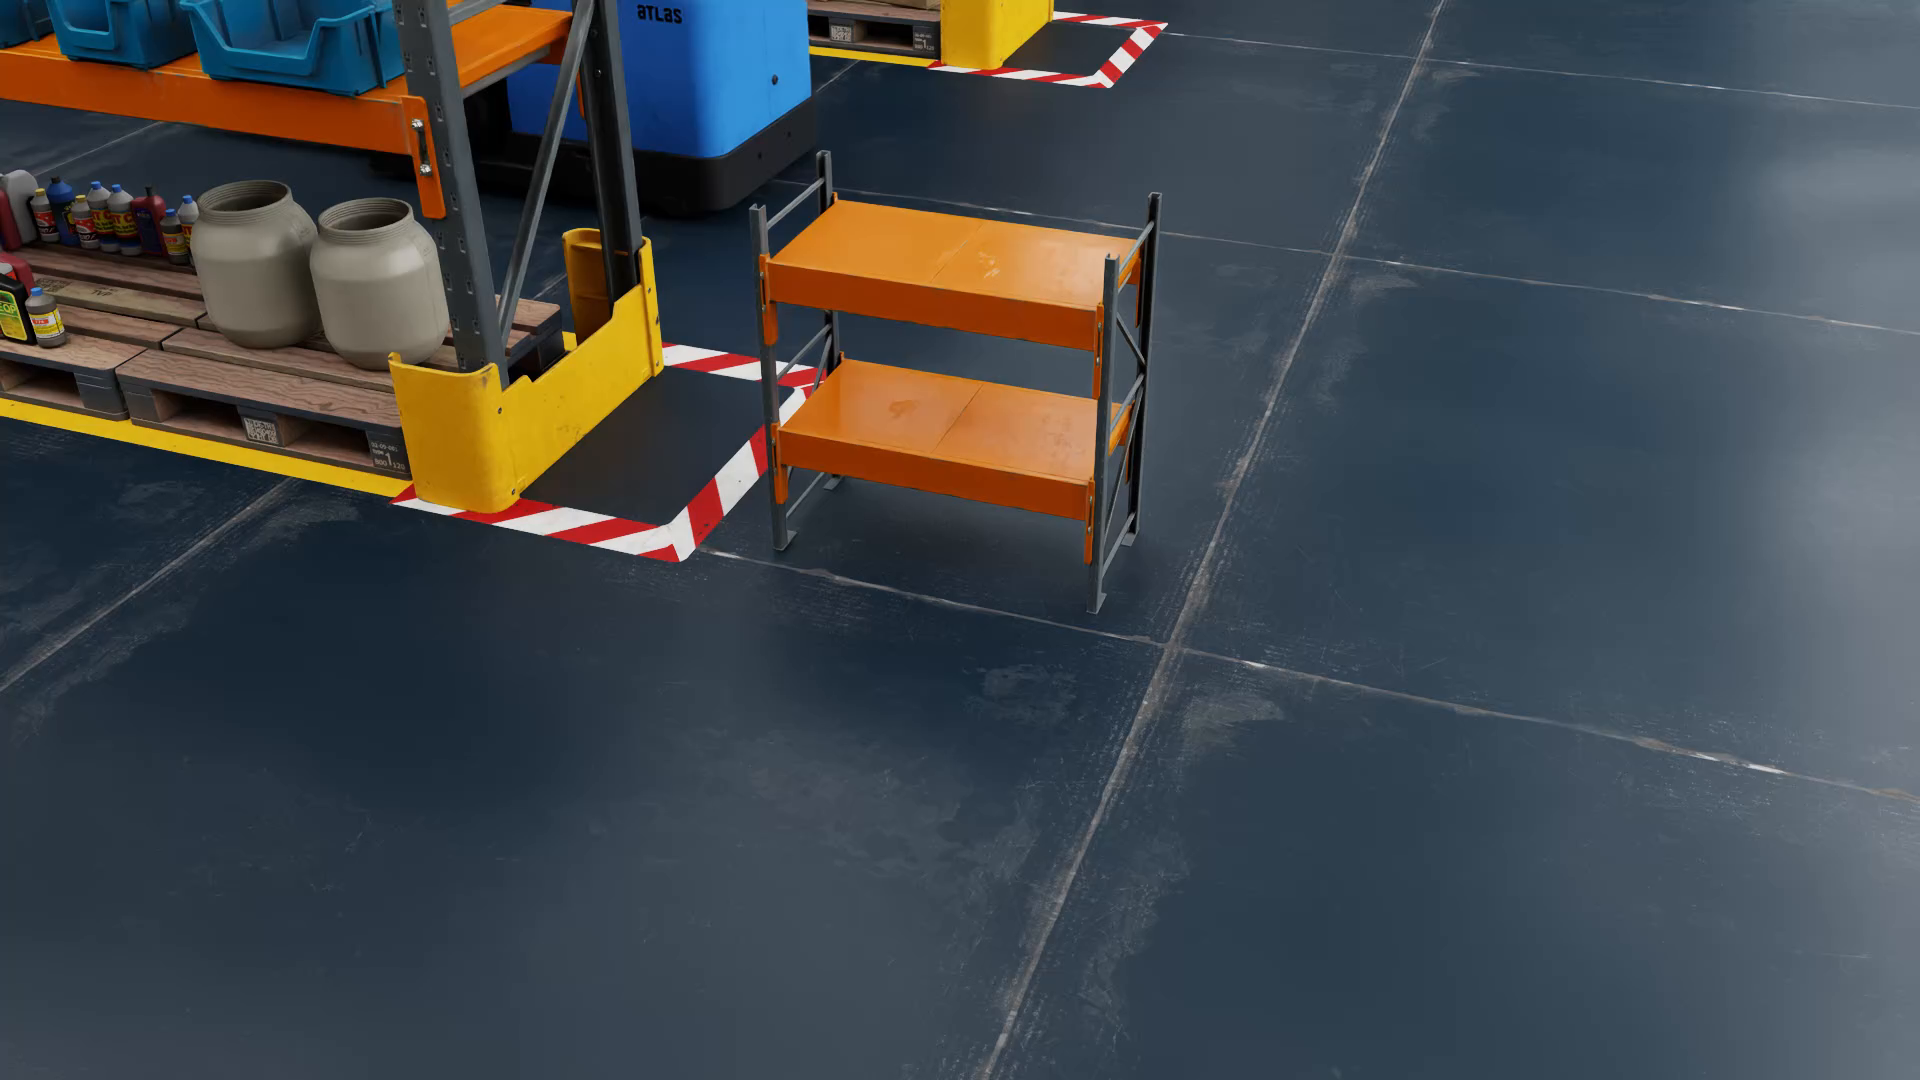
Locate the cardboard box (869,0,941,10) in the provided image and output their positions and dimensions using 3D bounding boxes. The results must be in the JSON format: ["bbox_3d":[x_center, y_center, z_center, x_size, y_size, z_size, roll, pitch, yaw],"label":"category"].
[{"bbox_3d":[-0.279,-3.453,9.750,0.500,0.500,0.500,18,37,25],"label":"cardboard box"}]

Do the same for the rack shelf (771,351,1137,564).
[{"bbox_3d":[-0.006,-0.268,5.079,1.000,0.278,0.538,11,34,16],"label":"rack shelf"}]

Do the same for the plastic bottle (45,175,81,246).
[{"bbox_3d":[-3.577,-1.322,6.642,0.097,0.271,0.097,0,33,0],"label":"plastic bottle"}]

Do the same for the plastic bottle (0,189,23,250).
[{"bbox_3d":[-3.828,-1.299,6.596,0.133,0.283,0.061,11,34,16],"label":"plastic bottle"}]

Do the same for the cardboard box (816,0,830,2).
[{"bbox_3d":[-0.853,-3.545,9.892,0.500,0.500,0.500,21,38,29],"label":"cardboard box"}]

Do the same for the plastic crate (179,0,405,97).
[{"bbox_3d":[-1.939,-1.551,5.024,0.616,0.251,0.499,11,34,16],"label":"plastic crate"}]

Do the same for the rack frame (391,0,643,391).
[{"bbox_3d":[-1.367,-1.675,5.078,0.127,3.000,1.000,11,34,16],"label":"rack frame"}]

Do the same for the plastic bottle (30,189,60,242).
[{"bbox_3d":[-3.673,-1.312,6.690,0.097,0.201,0.097,0,33,0],"label":"plastic bottle"}]

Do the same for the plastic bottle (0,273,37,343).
[{"bbox_3d":[-3.360,-0.843,5.888,0.133,0.283,0.061,12,35,18],"label":"plastic bottle"}]

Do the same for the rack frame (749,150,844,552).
[{"bbox_3d":[-0.485,-0.567,5.091,0.032,1.125,0.500,11,34,16],"label":"rack frame"}]

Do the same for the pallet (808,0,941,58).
[{"bbox_3d":[-0.521,-3.213,10.032,1.213,0.211,1.003,11,34,16],"label":"pallet"}]

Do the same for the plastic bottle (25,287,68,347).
[{"bbox_3d":[-3.244,-0.796,5.892,0.097,0.201,0.097,0,33,0],"label":"plastic bottle"}]

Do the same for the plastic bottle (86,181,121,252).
[{"bbox_3d":[-3.386,-1.285,6.585,0.097,0.271,0.097,0,33,0],"label":"plastic bottle"}]

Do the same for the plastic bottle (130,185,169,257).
[{"bbox_3d":[-3.176,-1.260,6.535,0.133,0.283,0.061,12,35,17],"label":"plastic bottle"}]

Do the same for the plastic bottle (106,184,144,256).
[{"bbox_3d":[-3.292,-1.267,6.557,0.097,0.271,0.097,0,33,0],"label":"plastic bottle"}]

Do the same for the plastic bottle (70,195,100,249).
[{"bbox_3d":[-3.479,-1.274,6.632,0.097,0.201,0.097,0,33,0],"label":"plastic bottle"}]

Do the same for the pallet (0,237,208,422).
[{"bbox_3d":[-3.362,-0.869,6.401,1.213,0.211,1.003,11,34,16],"label":"pallet"}]

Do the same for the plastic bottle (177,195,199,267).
[{"bbox_3d":[-2.969,-1.204,6.459,0.097,0.271,0.097,0,33,0],"label":"plastic bottle"}]

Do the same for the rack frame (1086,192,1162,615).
[{"bbox_3d":[0.472,-0.381,4.803,0.032,1.125,0.500,11,34,16],"label":"rack frame"}]

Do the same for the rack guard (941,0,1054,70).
[{"bbox_3d":[0.232,-3.168,9.695,0.348,0.500,1.175,11,34,16],"label":"rack guard"}]

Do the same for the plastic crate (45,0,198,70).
[{"bbox_3d":[-2.549,-1.673,5.213,0.408,0.251,0.499,11,34,16],"label":"plastic crate"}]

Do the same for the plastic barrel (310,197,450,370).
[{"bbox_3d":[-2.013,-0.887,5.765,0.421,0.512,0.421,0,33,0],"label":"plastic barrel"}]

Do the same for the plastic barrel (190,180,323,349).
[{"bbox_3d":[-2.484,-0.979,5.908,0.421,0.512,0.421,0,33,0],"label":"plastic barrel"}]

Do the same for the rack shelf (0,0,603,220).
[{"bbox_3d":[-3.250,-1.738,5.840,4.000,0.370,1.077,11,34,16],"label":"rack shelf"}]

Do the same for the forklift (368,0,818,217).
[{"bbox_3d":[-2.261,-3.173,7.462,3.031,2.935,1.130,12,35,18],"label":"forklift"}]

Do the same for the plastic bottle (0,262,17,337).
[{"bbox_3d":[-3.472,-0.888,5.965,0.135,0.276,0.152,11,35,17],"label":"plastic bottle"}]

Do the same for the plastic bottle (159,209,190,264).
[{"bbox_3d":[-3.066,-1.194,6.508,0.097,0.201,0.097,0,33,0],"label":"plastic bottle"}]

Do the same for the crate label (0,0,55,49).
[{"bbox_3d":[-3.191,-1.888,5.377,0.616,0.435,0.502,11,34,16],"label":"crate label"}]

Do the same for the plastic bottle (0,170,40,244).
[{"bbox_3d":[-3.793,-1.351,6.682,0.135,0.276,0.152,12,35,17],"label":"plastic bottle"}]

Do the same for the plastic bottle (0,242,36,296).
[{"bbox_3d":[-3.437,-0.945,6.047,0.133,0.283,0.061,11,34,16],"label":"plastic bottle"}]

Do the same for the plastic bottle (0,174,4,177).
[{"bbox_3d":[-3.945,-1.414,6.711,0.185,0.351,0.144,11,34,16],"label":"plastic bottle"}]

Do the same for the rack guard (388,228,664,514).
[{"bbox_3d":[-1.455,-0.614,5.741,0.348,0.500,1.175,11,34,16],"label":"rack guard"}]

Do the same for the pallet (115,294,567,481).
[{"bbox_3d":[-2.218,-0.645,6.054,1.213,0.211,1.003,11,34,16],"label":"pallet"}]

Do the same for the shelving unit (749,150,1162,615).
[{"bbox_3d":[-0.006,-0.474,4.947,1.048,1.125,0.538,11,34,16],"label":"shelving unit"}]

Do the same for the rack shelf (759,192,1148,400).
[{"bbox_3d":[-0.006,-0.720,4.788,1.000,0.278,0.538,11,34,16],"label":"rack shelf"}]
